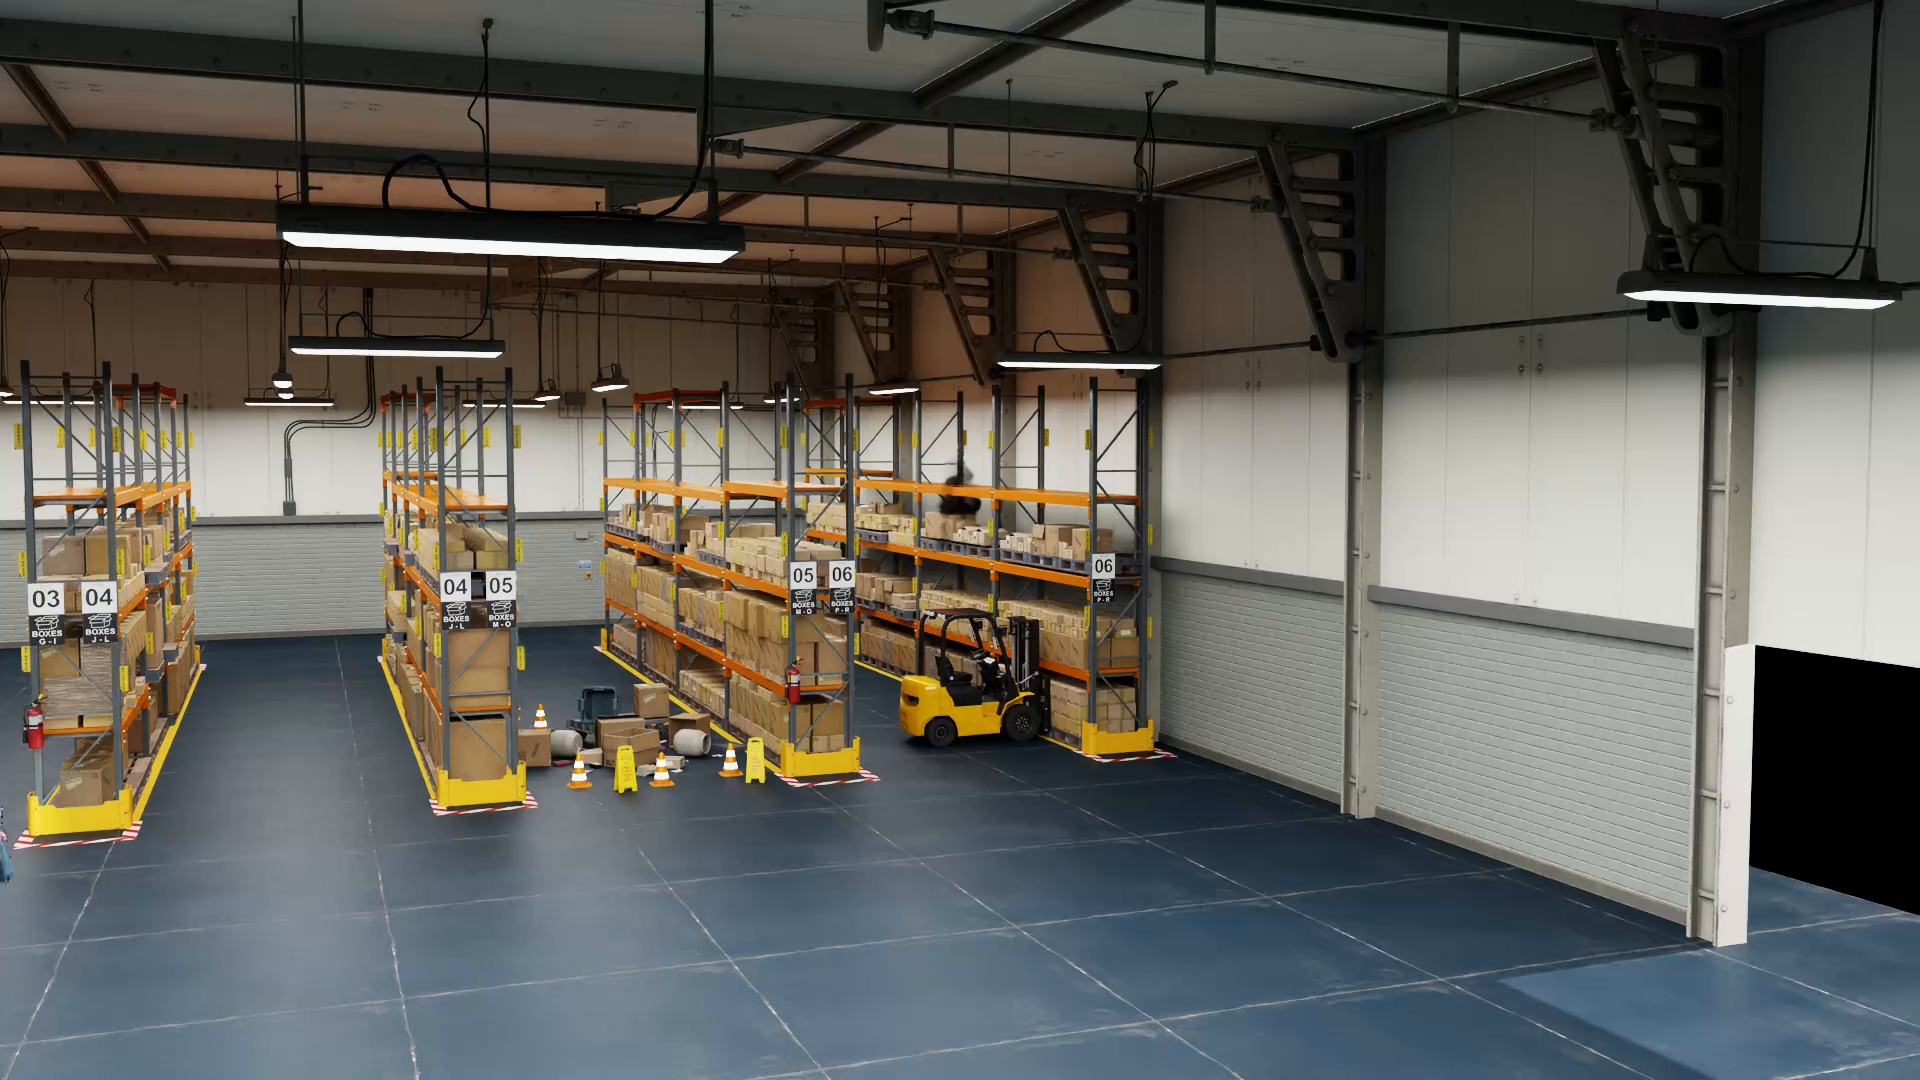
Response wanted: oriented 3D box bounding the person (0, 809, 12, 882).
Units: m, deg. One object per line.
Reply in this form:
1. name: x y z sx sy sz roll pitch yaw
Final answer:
1. person: -10.155 3.182 17.309 0.555 1.551 0.531 1 3 9
